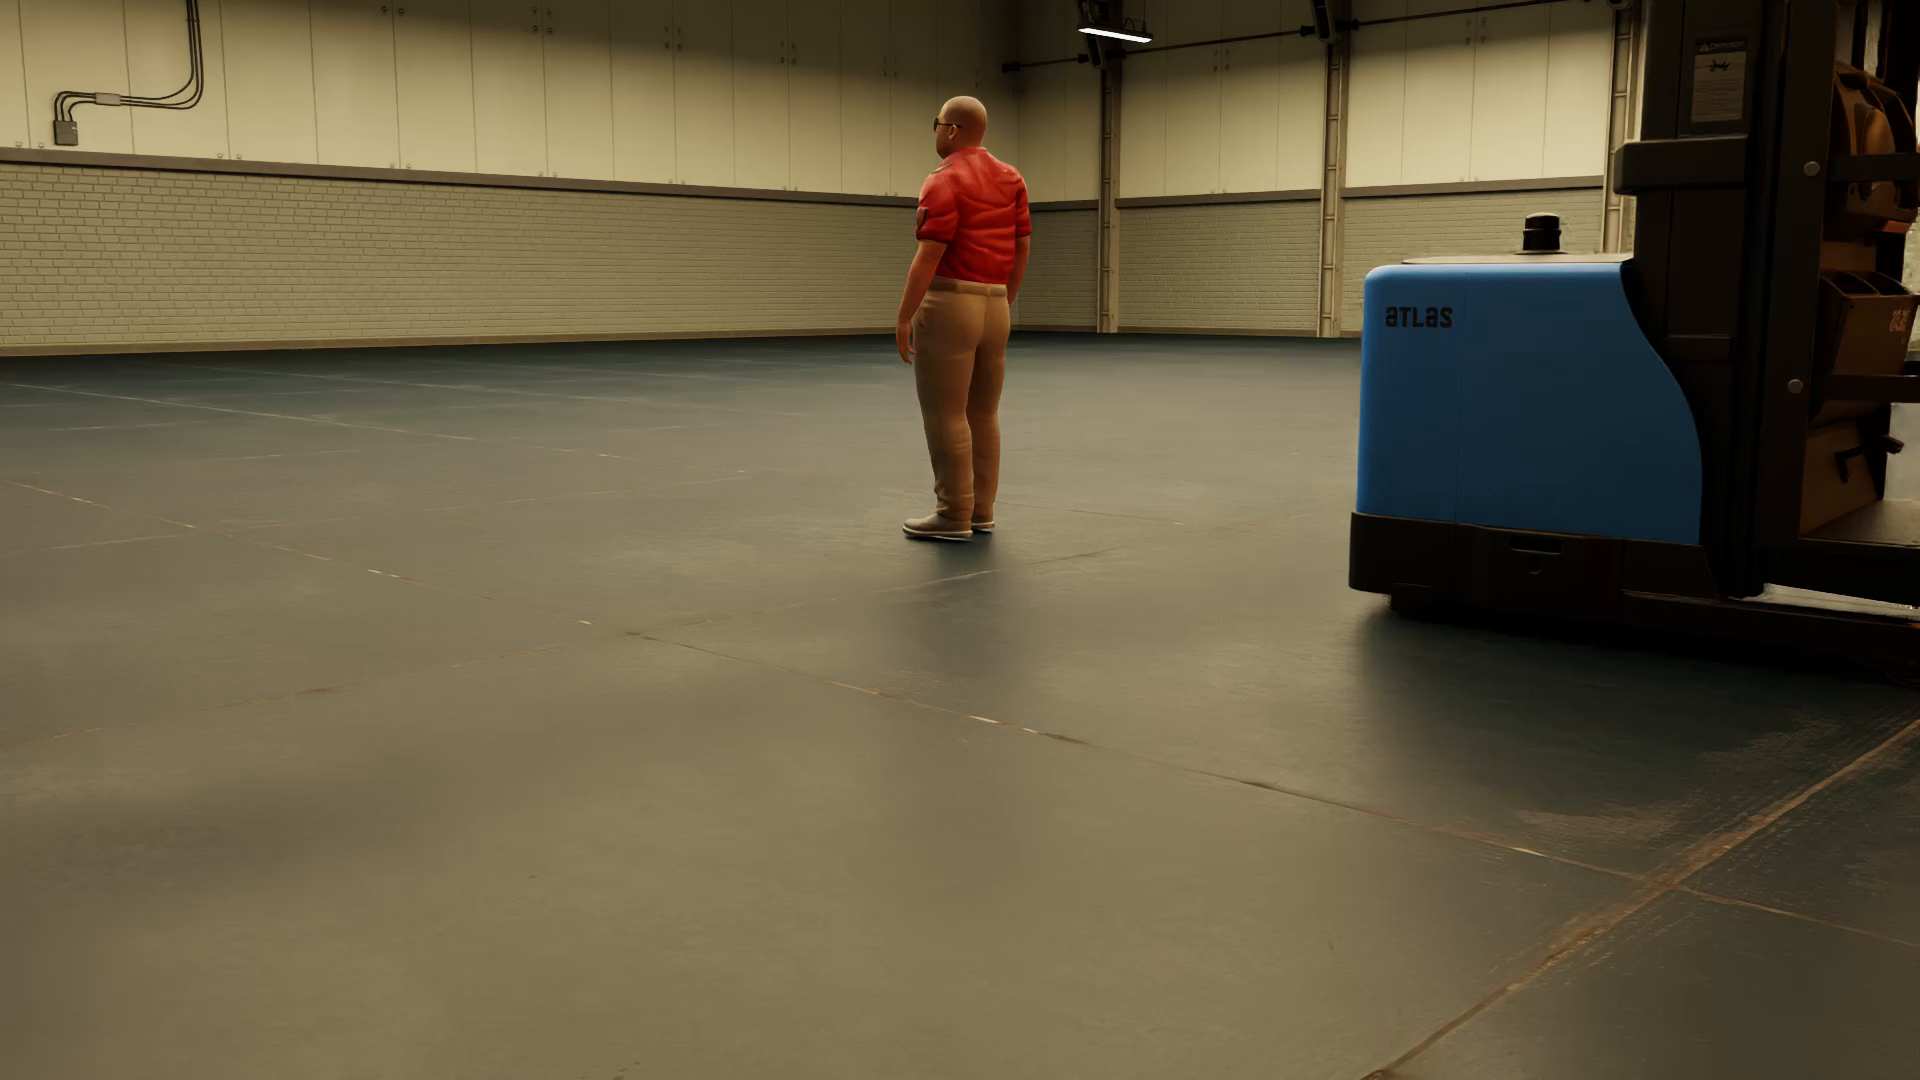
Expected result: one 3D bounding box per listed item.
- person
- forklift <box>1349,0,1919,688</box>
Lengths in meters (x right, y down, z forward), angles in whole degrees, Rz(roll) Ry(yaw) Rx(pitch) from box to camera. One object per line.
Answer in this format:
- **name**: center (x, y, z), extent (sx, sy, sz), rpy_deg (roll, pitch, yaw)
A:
- **person**: center (-0.056, -0.872, 6.658), extent (0.551, 1.727, 0.640), rpy_deg (8, 12, 43)
- **forklift**: center (2.687, -1.144, 4.469), extent (3.031, 2.935, 1.130), rpy_deg (7, 11, 39)
